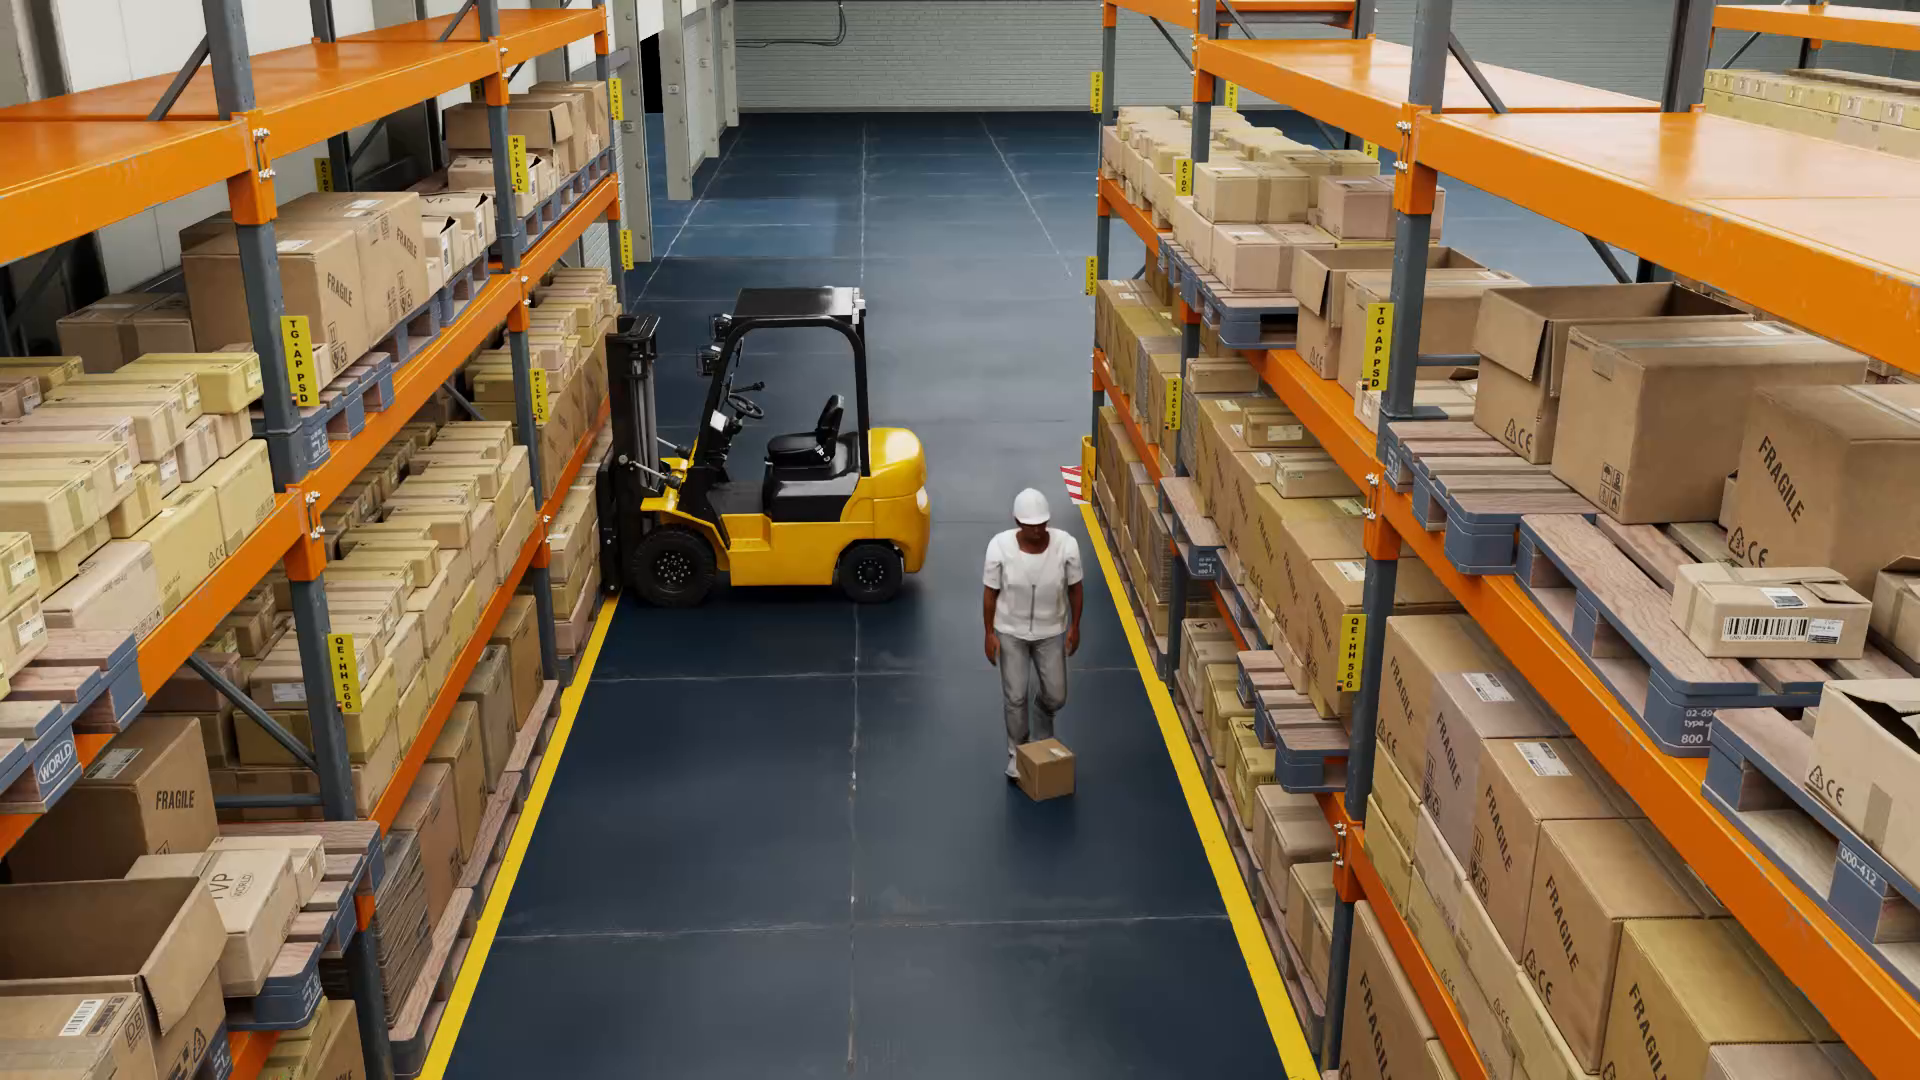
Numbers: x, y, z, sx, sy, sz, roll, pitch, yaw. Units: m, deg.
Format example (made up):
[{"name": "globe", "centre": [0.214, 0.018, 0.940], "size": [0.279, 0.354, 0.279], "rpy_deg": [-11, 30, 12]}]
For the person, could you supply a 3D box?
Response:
[{"name": "person", "centre": [0.418, 0.501, 9.634], "size": [0.581, 1.755, 0.595], "rpy_deg": [0, 20, 0]}]
